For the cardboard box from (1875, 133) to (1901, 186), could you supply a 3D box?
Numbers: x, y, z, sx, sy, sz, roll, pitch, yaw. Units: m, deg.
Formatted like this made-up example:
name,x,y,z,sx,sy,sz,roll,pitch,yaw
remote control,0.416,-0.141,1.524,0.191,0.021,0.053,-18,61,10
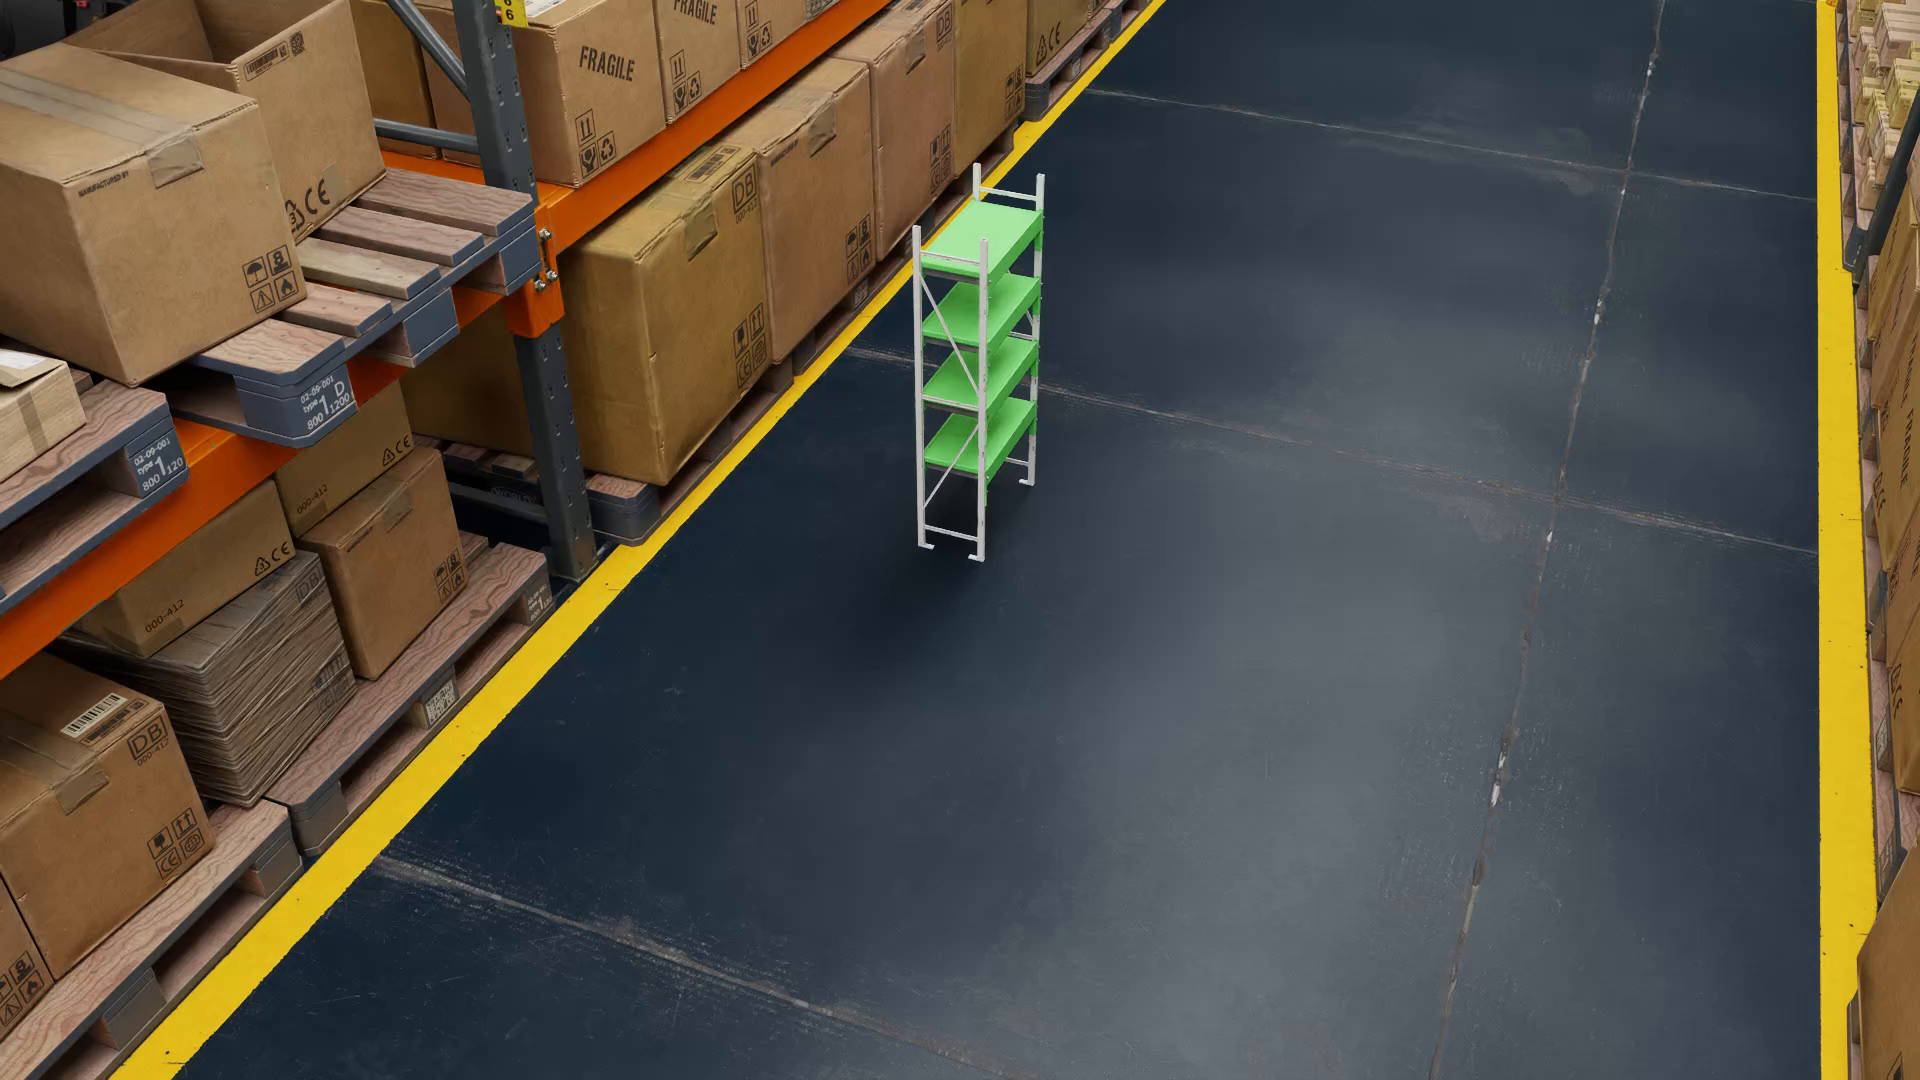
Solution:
name,x,y,z,sx,sy,sz,roll,pitch,yaw
cardboard box,4.189,-1.619,7.193,0.380,0.149,0.250,15,39,19

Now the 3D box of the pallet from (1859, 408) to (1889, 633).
name,x,y,z,sx,sy,sz,roll,pitch,yaw
pallet,3.605,-0.001,5.575,1.003,0.211,1.213,14,39,18

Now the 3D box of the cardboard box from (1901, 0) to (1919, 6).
name,x,y,z,sx,sy,sz,roll,pitch,yaw
cardboard box,4.882,-2.599,8.256,0.380,0.149,0.250,14,39,18

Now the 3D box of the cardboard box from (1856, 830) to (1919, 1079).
name,x,y,z,sx,sy,sz,roll,pitch,yaw
cardboard box,2.526,1.037,3.385,1.050,0.750,0.750,13,39,17

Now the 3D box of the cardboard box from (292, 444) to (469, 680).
name,x,y,z,sx,sy,sz,roll,pitch,yaw
cardboard box,-1.944,0.002,4.962,0.700,0.500,0.500,12,38,15

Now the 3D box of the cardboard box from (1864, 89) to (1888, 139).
name,x,y,z,sx,sy,sz,roll,pitch,yaw
cardboard box,4.366,-1.924,7.601,0.380,0.149,0.250,13,39,16

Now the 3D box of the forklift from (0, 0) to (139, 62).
name,x,y,z,sx,sy,sz,roll,pitch,yaw
forklift,-3.290,-1.789,5.696,1.130,2.935,3.031,15,39,19

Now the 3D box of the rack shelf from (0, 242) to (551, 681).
name,x,y,z,sx,sy,sz,roll,pitch,yaw
rack shelf,-2.468,0.197,3.581,1.077,0.370,4.000,14,39,18

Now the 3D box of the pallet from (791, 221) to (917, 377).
name,x,y,z,sx,sy,sz,roll,pitch,yaw
pallet,-0.872,-1.174,7.144,1.003,0.211,1.213,14,39,18

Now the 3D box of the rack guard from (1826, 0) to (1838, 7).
name,x,y,z,sx,sy,sz,roll,pitch,yaw
rack guard,5.856,-3.398,9.879,1.175,0.500,0.348,14,39,18

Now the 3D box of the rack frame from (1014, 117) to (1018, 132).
name,x,y,z,sx,sy,sz,roll,pitch,yaw
rack frame,-0.185,-3.413,7.810,1.000,3.000,0.127,14,39,18

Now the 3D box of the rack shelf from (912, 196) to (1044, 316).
name,x,y,z,sx,sy,sz,roll,pitch,yaw
rack shelf,0.063,-0.906,5.264,0.258,0.148,0.480,14,39,18

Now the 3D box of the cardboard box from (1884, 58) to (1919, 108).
name,x,y,z,sx,sy,sz,roll,pitch,yaw
cardboard box,4.406,-2.038,7.504,0.380,0.149,0.250,13,39,17

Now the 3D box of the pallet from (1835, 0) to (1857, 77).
name,x,y,z,sx,sy,sz,roll,pitch,yaw
pallet,5.514,-2.841,9.374,1.003,0.211,1.213,14,39,18

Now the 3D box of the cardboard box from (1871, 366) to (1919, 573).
name,x,y,z,sx,sy,sz,roll,pitch,yaw
cardboard box,3.237,-0.186,5.231,0.500,0.500,0.500,12,38,16

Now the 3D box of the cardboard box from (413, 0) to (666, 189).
name,x,y,z,sx,sy,sz,roll,pitch,yaw
cardboard box,-1.271,-1.445,5.095,0.500,0.500,0.500,15,39,19

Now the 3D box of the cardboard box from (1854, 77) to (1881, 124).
name,x,y,z,sx,sy,sz,roll,pitch,yaw
cardboard box,4.591,-2.121,8.113,0.380,0.149,0.250,14,39,18

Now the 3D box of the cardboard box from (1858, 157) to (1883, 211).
name,x,y,z,sx,sy,sz,roll,pitch,yaw
cardboard box,4.197,-1.548,7.346,0.380,0.149,0.250,14,39,18

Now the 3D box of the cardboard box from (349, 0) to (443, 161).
name,x,y,z,sx,sy,sz,roll,pitch,yaw
cardboard box,-1.749,-1.568,5.259,0.500,0.500,0.500,15,39,19

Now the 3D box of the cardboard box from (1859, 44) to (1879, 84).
name,x,y,z,sx,sy,sz,roll,pitch,yaw
cardboard box,4.813,-2.391,8.474,0.380,0.149,0.250,14,39,18

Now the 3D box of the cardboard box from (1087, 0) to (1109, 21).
name,x,y,z,sx,sy,sz,roll,pitch,yaw
cardboard box,0.482,-3.575,9.452,0.875,0.875,0.875,14,39,18

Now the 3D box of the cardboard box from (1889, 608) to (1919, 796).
name,x,y,z,sx,sy,sz,roll,pitch,yaw
cardboard box,2.850,0.397,4.451,0.500,0.500,0.500,14,39,18

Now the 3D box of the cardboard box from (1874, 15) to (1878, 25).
name,x,y,z,sx,sy,sz,roll,pitch,yaw
cardboard box,5.070,-2.669,8.845,0.380,0.149,0.250,14,39,18

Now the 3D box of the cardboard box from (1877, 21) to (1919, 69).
name,x,y,z,sx,sy,sz,roll,pitch,yaw
cardboard box,4.595,-2.335,7.901,0.380,0.149,0.250,12,38,16

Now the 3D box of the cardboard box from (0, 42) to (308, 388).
name,x,y,z,sx,sy,sz,roll,pitch,yaw
cardboard box,-1.996,-0.766,3.836,0.700,0.500,0.500,20,41,24

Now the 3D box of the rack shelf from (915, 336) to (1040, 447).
name,x,y,z,sx,sy,sz,roll,pitch,yaw
rack shelf,0.063,-0.521,5.552,0.258,0.148,0.480,14,39,18

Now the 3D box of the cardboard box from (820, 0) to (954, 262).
name,x,y,z,sx,sy,sz,roll,pitch,yaw
cardboard box,-0.750,-1.876,7.178,1.225,0.875,0.875,13,39,16

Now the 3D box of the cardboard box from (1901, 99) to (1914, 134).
name,x,y,z,sx,sy,sz,roll,pitch,yaw
cardboard box,4.258,-1.748,7.116,0.380,0.149,0.250,15,39,19

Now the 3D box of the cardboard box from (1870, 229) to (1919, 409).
name,x,y,z,sx,sy,sz,roll,pitch,yaw
cardboard box,3.637,-0.752,5.988,0.500,0.500,0.500,16,40,20

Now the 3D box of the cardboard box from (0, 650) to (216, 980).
name,x,y,z,sx,sy,sz,roll,pitch,yaw
cardboard box,-2.352,0.628,4.125,0.700,0.500,0.500,17,40,21

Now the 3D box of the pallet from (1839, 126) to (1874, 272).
name,x,y,z,sx,sy,sz,roll,pitch,yaw
pallet,4.586,-1.490,7.567,1.003,0.211,1.213,14,39,18

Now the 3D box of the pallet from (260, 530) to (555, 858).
name,x,y,z,sx,sy,sz,roll,pitch,yaw
pallet,-2.006,0.351,5.104,1.003,0.211,1.213,14,39,18

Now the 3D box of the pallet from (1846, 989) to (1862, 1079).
name,x,y,z,sx,sy,sz,roll,pitch,yaw
pallet,2.471,1.524,3.535,1.003,0.211,1.213,14,39,18

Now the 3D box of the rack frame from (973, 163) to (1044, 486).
name,x,y,z,sx,sy,sz,roll,pitch,yaw
rack frame,0.156,-0.707,5.694,0.240,1.200,0.015,14,39,18

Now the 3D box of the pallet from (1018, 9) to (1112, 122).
name,x,y,z,sx,sy,sz,roll,pitch,yaw
pallet,0.176,-2.699,9.185,1.003,0.211,1.213,14,39,18

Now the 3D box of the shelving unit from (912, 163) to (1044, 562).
name,x,y,z,sx,sy,sz,roll,pitch,yaw
shelving unit,0.063,-0.572,5.513,0.258,1.200,0.503,14,39,18

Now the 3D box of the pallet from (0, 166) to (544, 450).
name,x,y,z,sx,sy,sz,roll,pitch,yaw
pallet,-1.880,-0.702,4.344,1.213,0.211,1.003,14,39,18

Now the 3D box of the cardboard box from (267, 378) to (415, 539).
name,x,y,z,sx,sy,sz,roll,pitch,yaw
cardboard box,-1.935,-0.296,4.734,0.500,0.250,0.500,15,39,20

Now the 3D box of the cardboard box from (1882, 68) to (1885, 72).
name,x,y,z,sx,sy,sz,roll,pitch,yaw
cardboard box,4.752,-2.330,8.144,0.380,0.149,0.250,12,38,16

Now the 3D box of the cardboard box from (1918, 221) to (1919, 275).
name,x,y,z,sx,sy,sz,roll,pitch,yaw
cardboard box,3.637,-1.050,5.760,0.500,0.250,0.500,15,39,19

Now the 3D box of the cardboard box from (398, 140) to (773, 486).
name,x,y,z,sx,sy,sz,roll,pitch,yaw
cardboard box,-1.426,-0.893,5.863,1.225,0.875,0.875,12,38,16

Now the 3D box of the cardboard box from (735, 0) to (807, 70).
name,x,y,z,sx,sy,sz,roll,pitch,yaw
cardboard box,-0.885,-2.016,5.858,0.500,0.500,0.500,13,39,17
